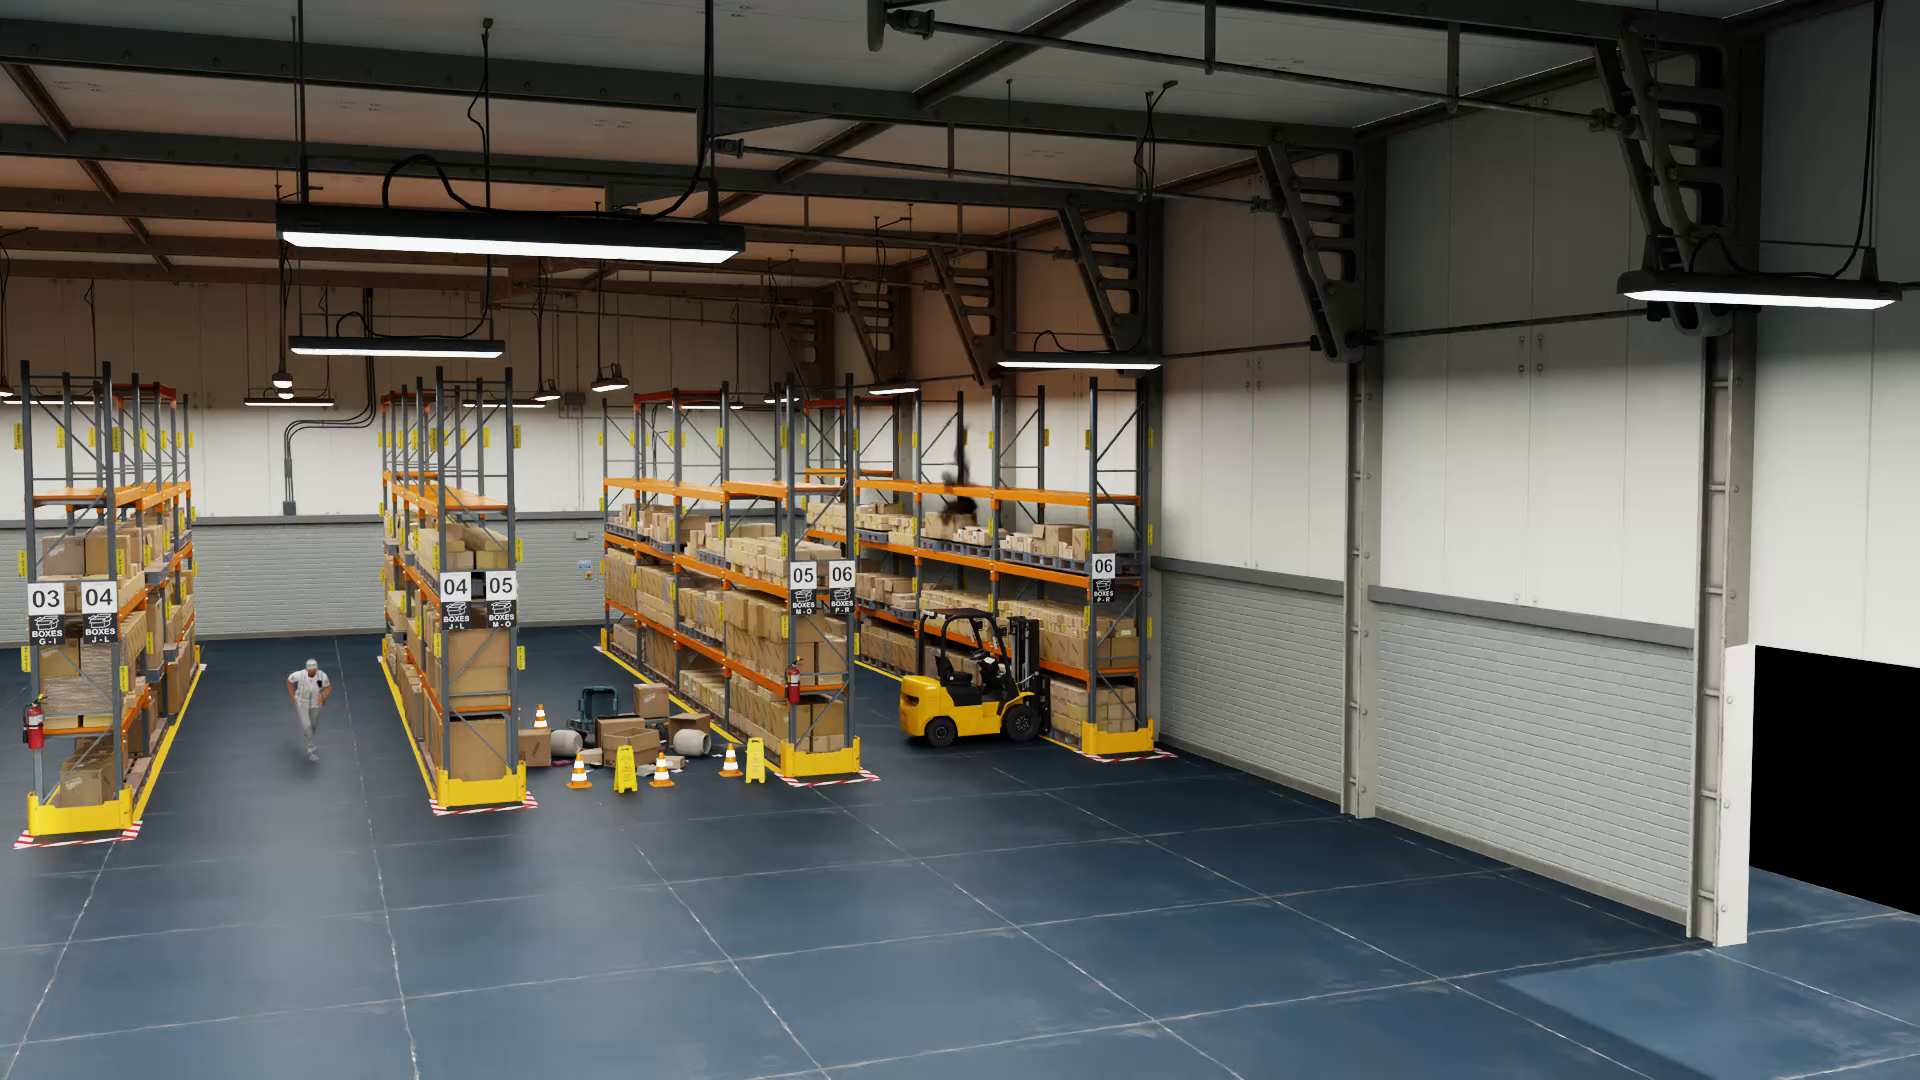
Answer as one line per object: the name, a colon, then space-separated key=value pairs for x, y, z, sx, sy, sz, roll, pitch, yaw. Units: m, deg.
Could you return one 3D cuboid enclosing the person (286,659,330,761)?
person: x=-10.283 y=2.656 z=26.279 sx=0.627 sy=1.627 sz=0.994 roll=-2 pitch=4 yaw=-27
